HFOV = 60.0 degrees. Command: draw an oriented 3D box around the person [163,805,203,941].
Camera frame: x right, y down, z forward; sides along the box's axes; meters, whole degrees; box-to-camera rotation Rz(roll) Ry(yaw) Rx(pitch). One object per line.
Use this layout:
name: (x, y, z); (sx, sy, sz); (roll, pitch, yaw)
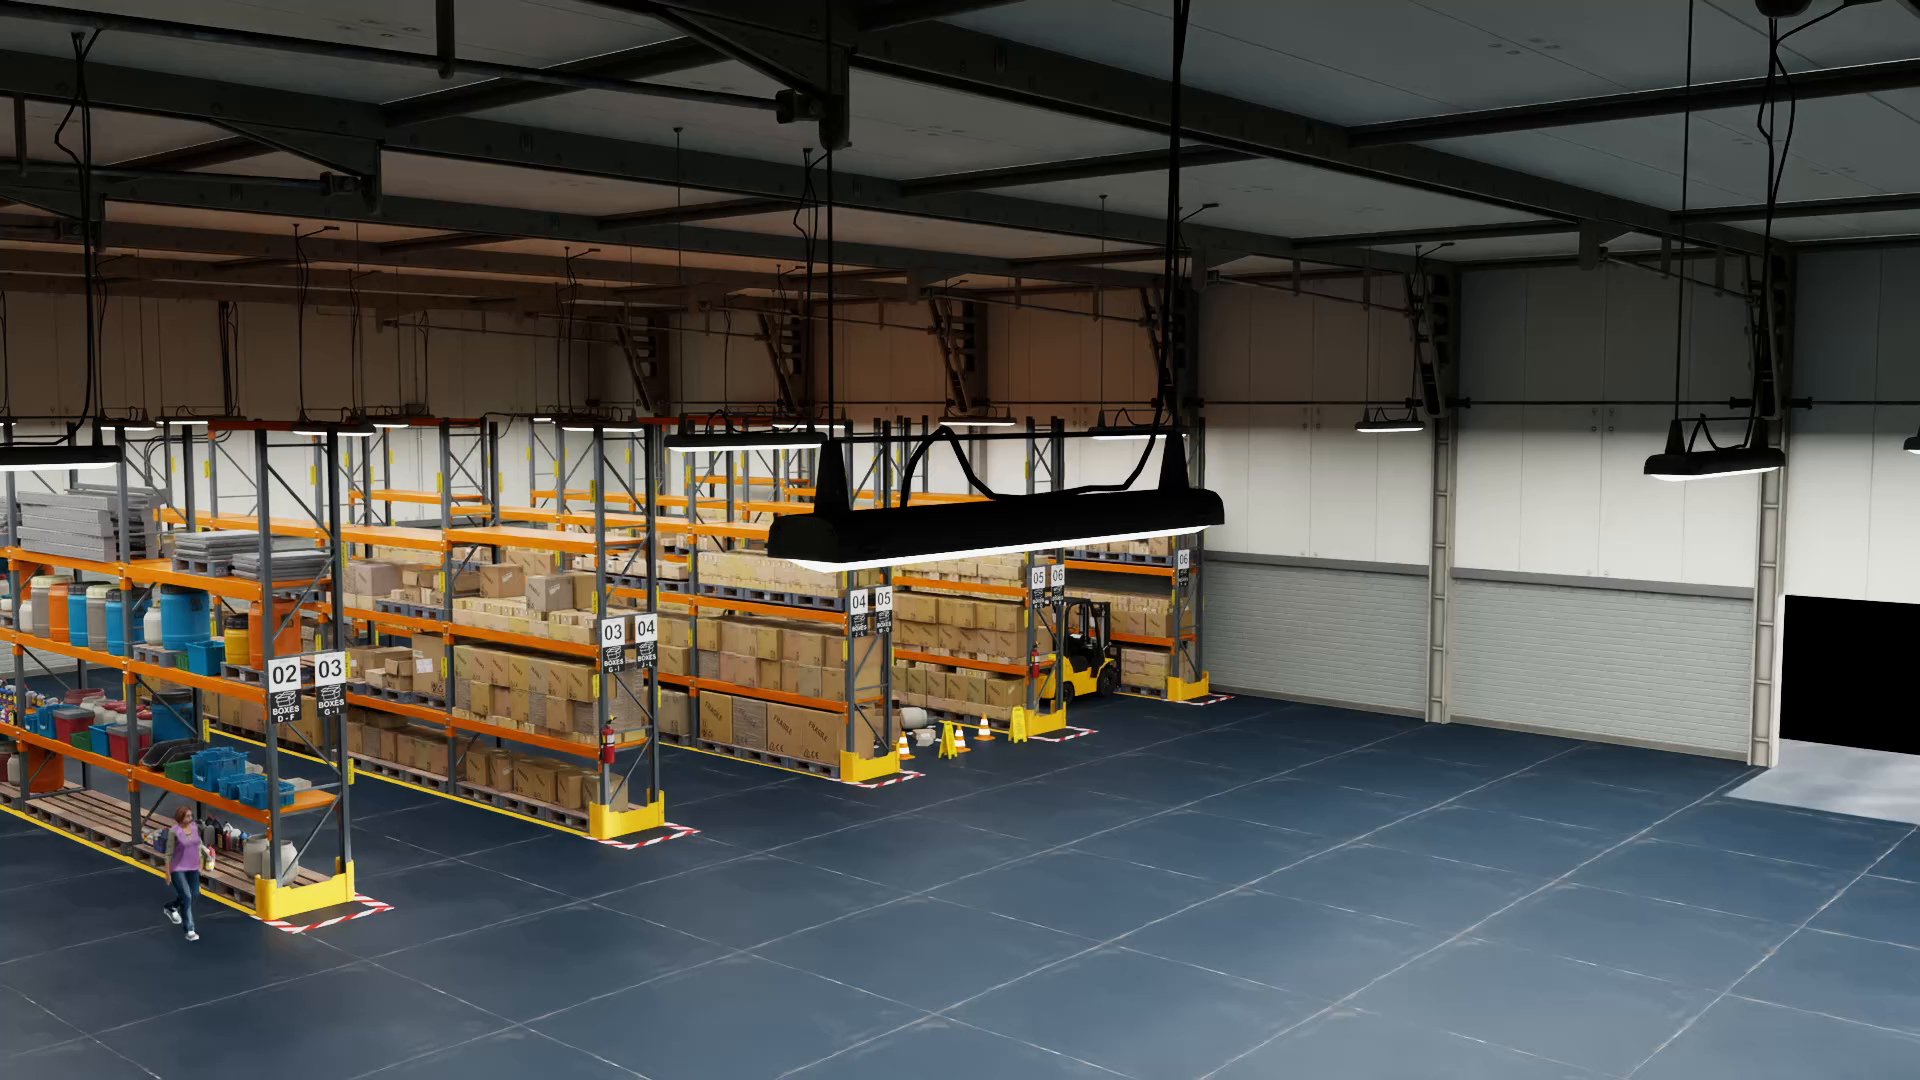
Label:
person: (-9.226, 3.958, 19.743); (0.841, 1.445, 0.454); (3, 5, 29)
